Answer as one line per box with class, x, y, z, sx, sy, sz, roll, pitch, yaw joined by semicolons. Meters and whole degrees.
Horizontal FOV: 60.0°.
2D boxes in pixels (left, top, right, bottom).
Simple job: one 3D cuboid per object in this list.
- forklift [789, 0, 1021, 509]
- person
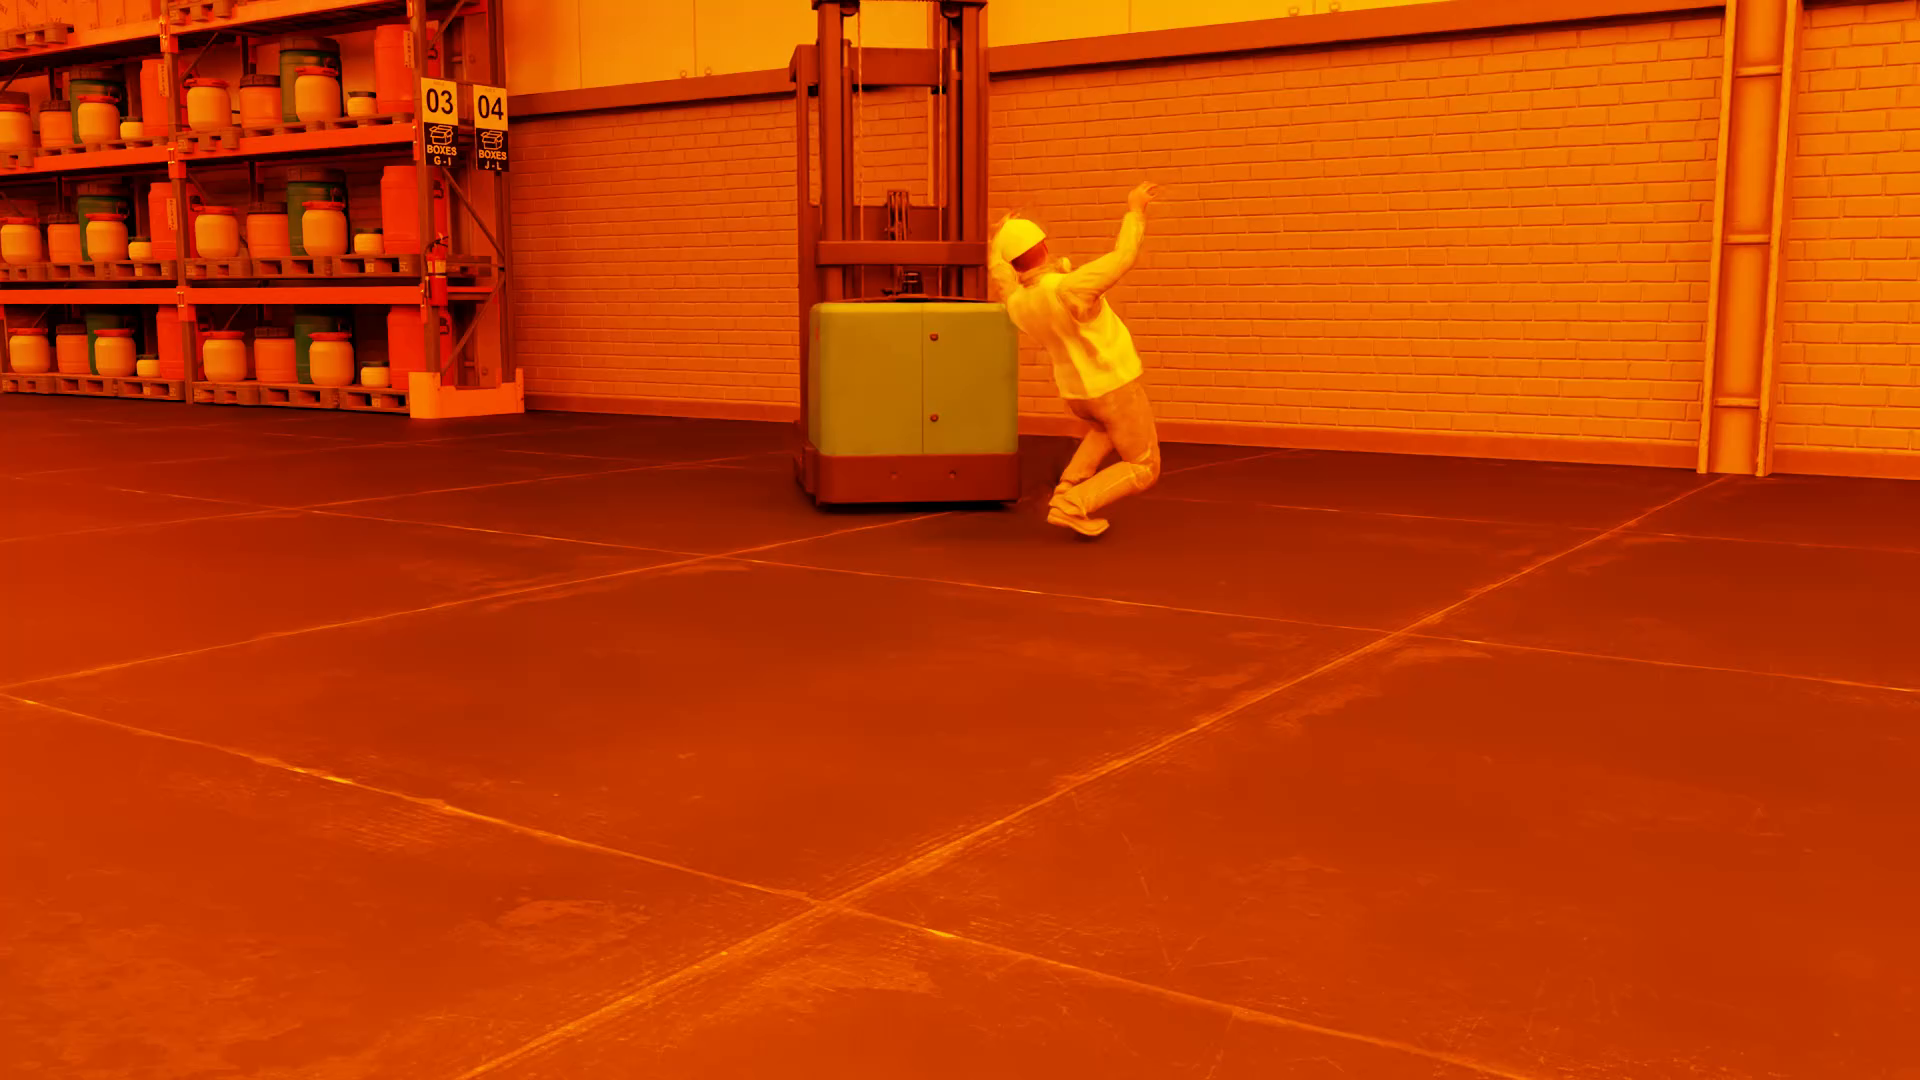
forklift;-0.419;-1.785;9.746;1.130;2.935;3.031;-1;8;-9
person;0.496;-0.826;7.752;0.818;1.630;1.015;-4;9;-28
